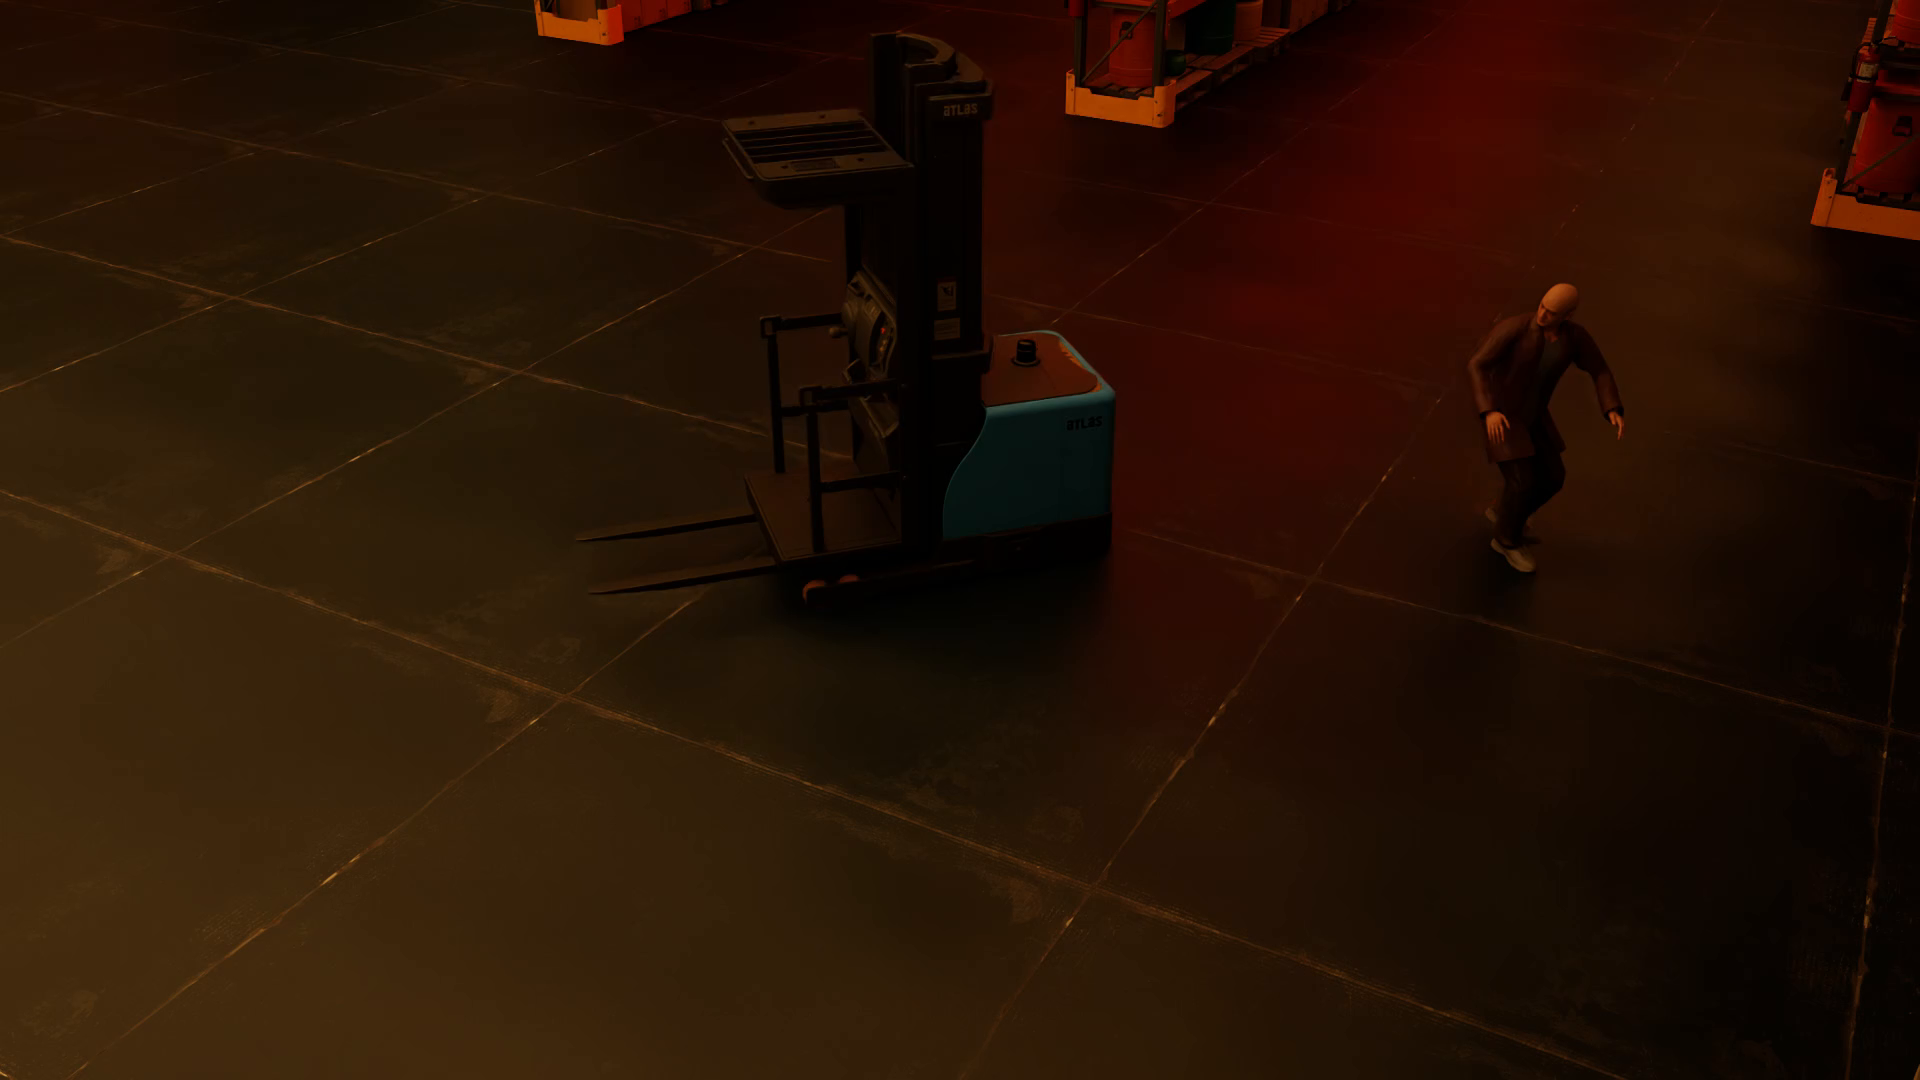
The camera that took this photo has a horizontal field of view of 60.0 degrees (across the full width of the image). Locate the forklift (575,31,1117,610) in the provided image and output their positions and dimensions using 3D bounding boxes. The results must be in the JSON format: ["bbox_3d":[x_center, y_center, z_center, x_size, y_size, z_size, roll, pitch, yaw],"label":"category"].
[{"bbox_3d":[-0.681,-1.174,9.105,3.031,2.935,1.130,-9,31,-15],"label":"forklift"}]

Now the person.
[{"bbox_3d":[3.285,-0.626,9.420,0.863,1.691,0.756,-12,32,-20],"label":"person"}]
